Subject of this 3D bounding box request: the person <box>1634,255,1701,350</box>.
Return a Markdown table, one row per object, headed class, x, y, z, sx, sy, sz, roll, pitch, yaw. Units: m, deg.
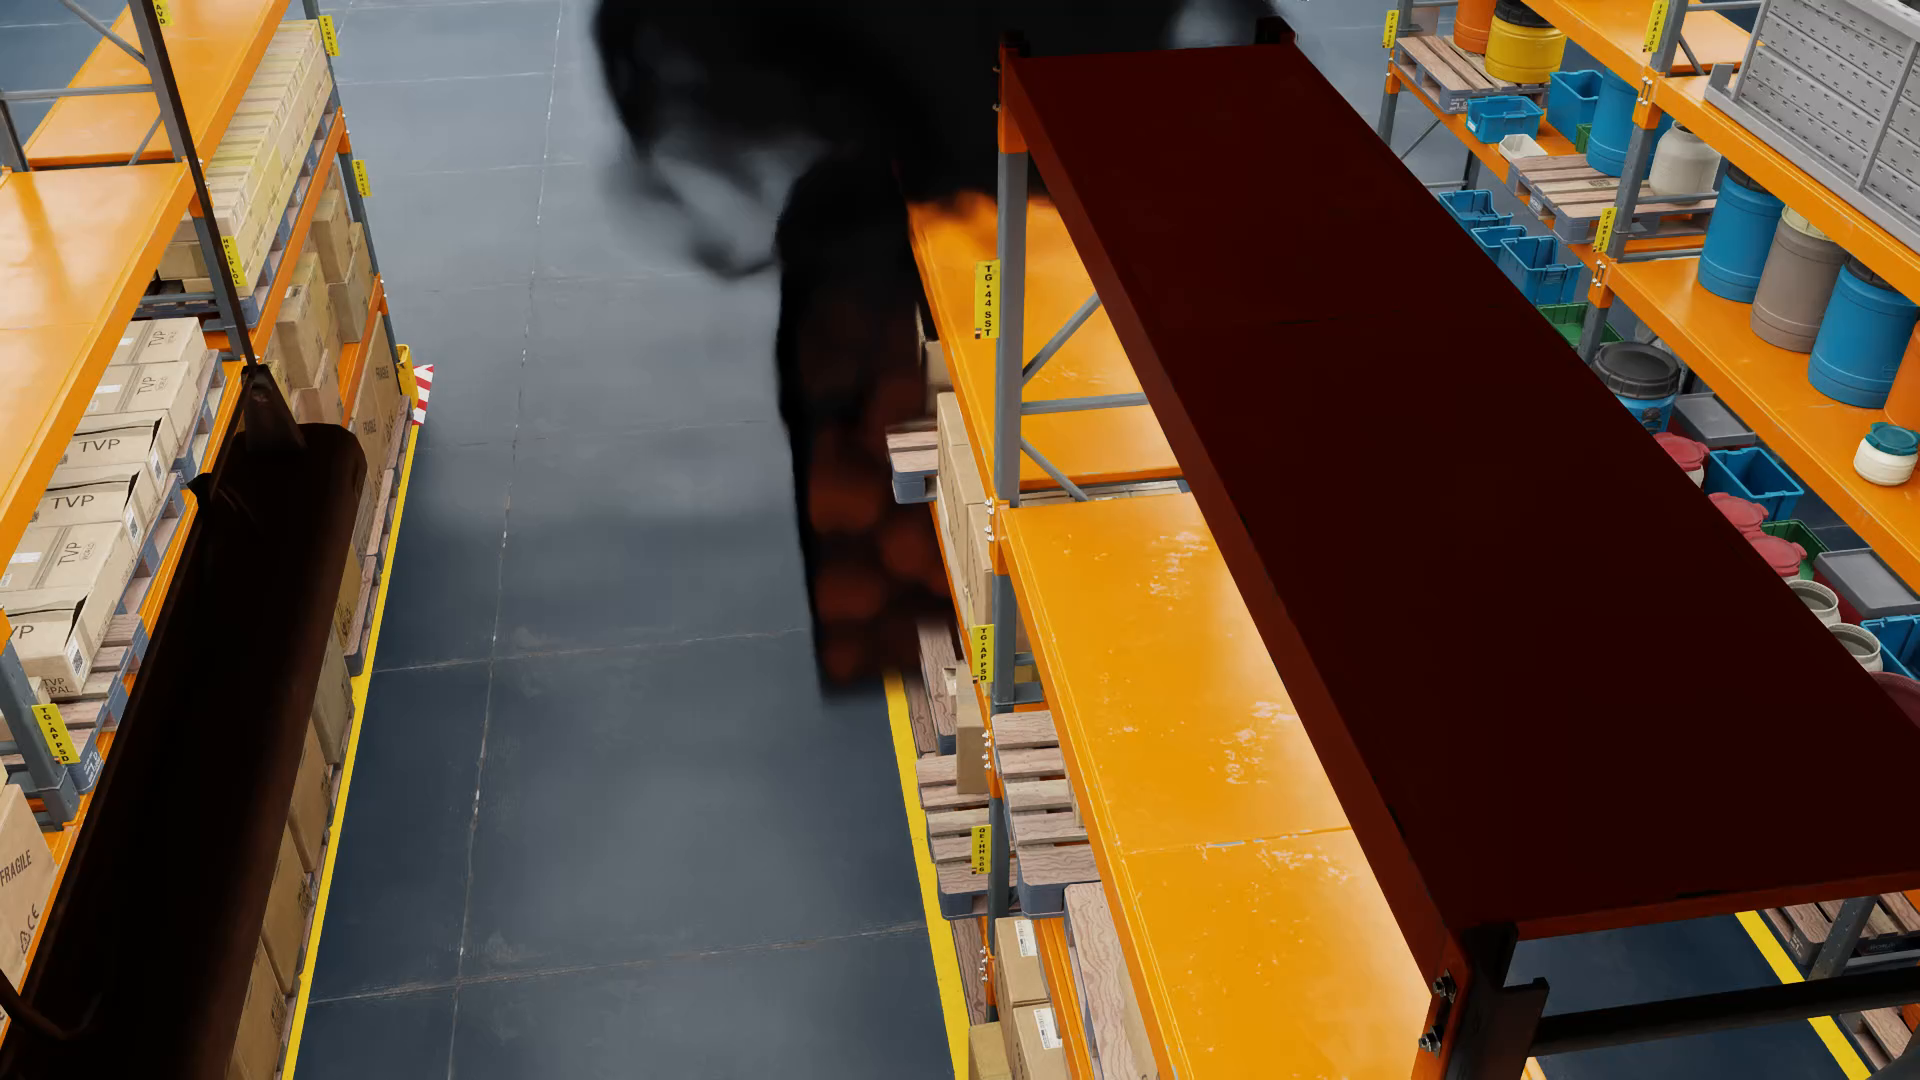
| class | x | y | z | sx | sy | sz | roll | pitch | yaw |
| --- | --- | --- | --- | --- | --- | --- | --- | --- | --- |
| person | 6.384 | -2.191 | 15.044 | 0.582 | 1.695 | 0.787 | -10 | 38 | -14 |
